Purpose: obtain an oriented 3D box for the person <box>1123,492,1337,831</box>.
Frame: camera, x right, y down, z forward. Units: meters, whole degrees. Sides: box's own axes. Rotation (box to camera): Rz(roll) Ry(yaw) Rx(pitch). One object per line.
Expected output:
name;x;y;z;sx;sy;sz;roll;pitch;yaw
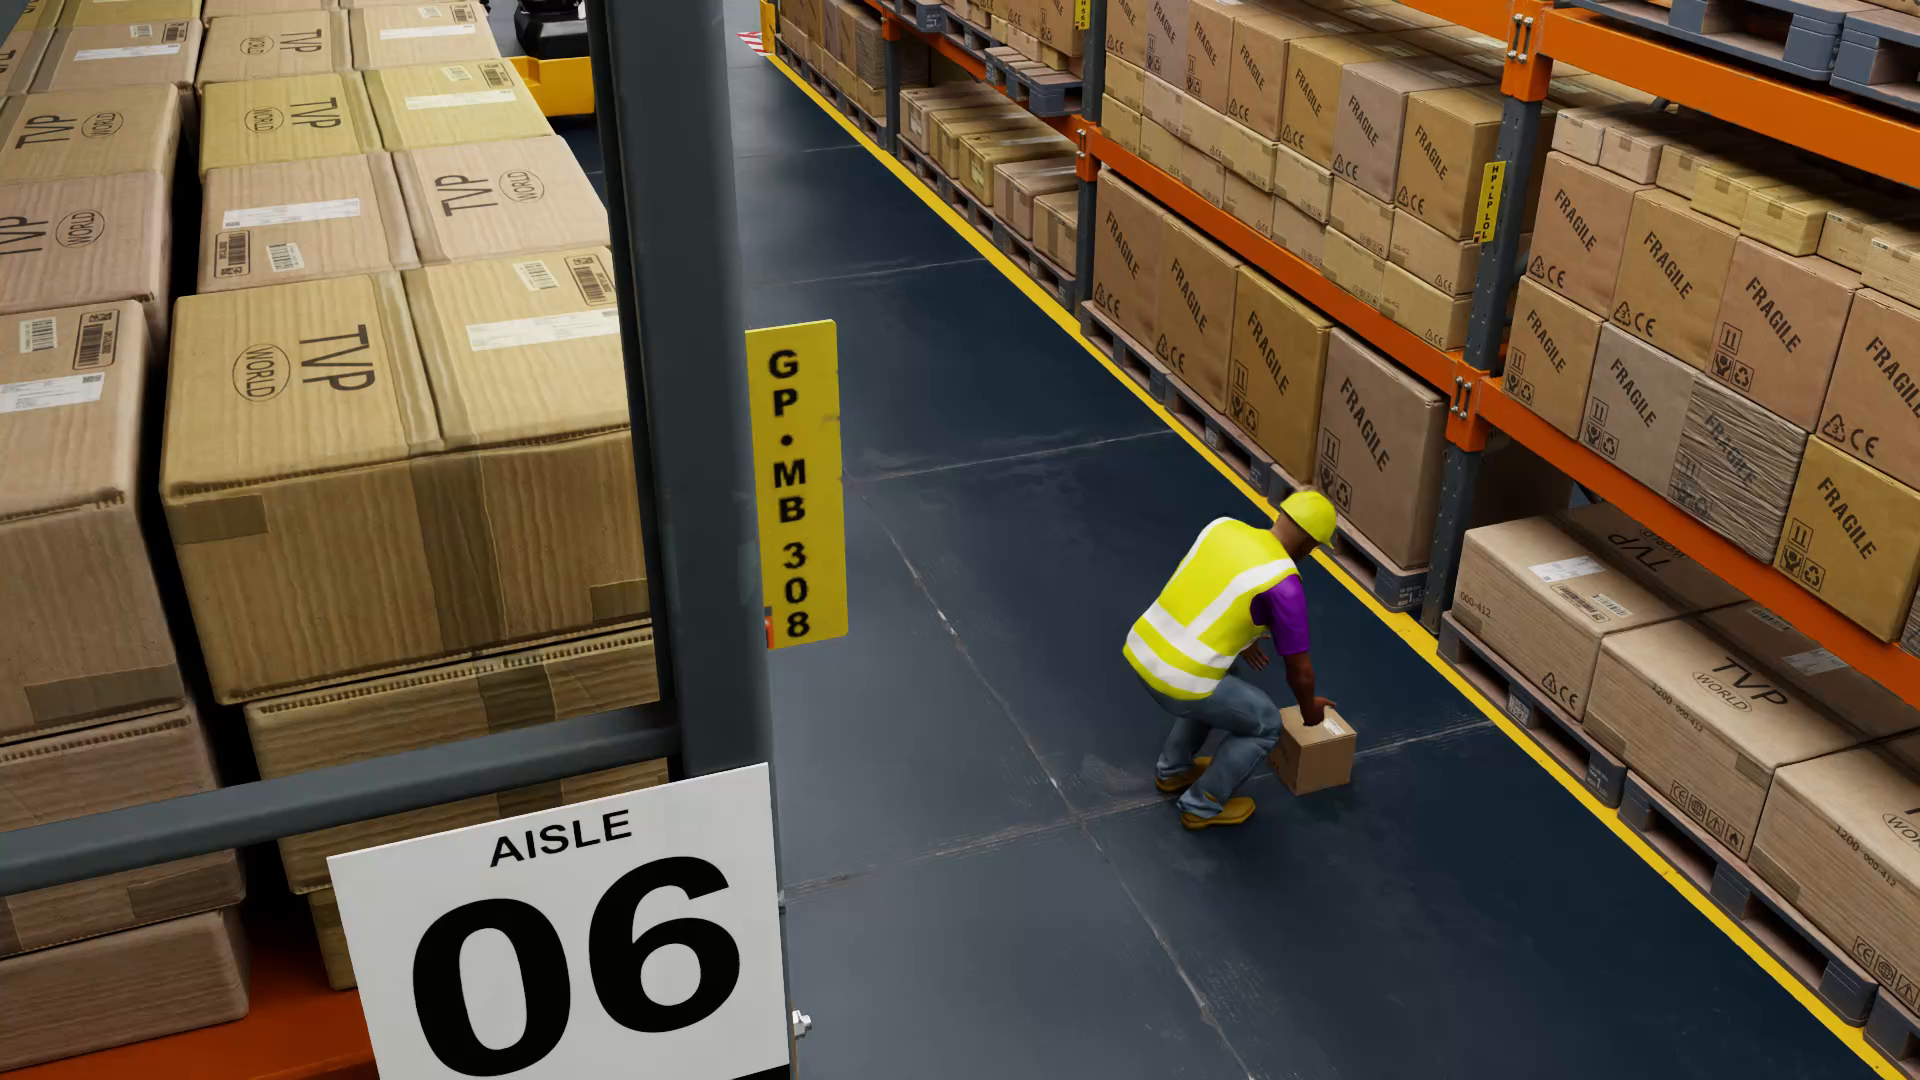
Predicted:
person;1.014;0.435;6.331;0.817;1.283;0.627;-10;31;-18
